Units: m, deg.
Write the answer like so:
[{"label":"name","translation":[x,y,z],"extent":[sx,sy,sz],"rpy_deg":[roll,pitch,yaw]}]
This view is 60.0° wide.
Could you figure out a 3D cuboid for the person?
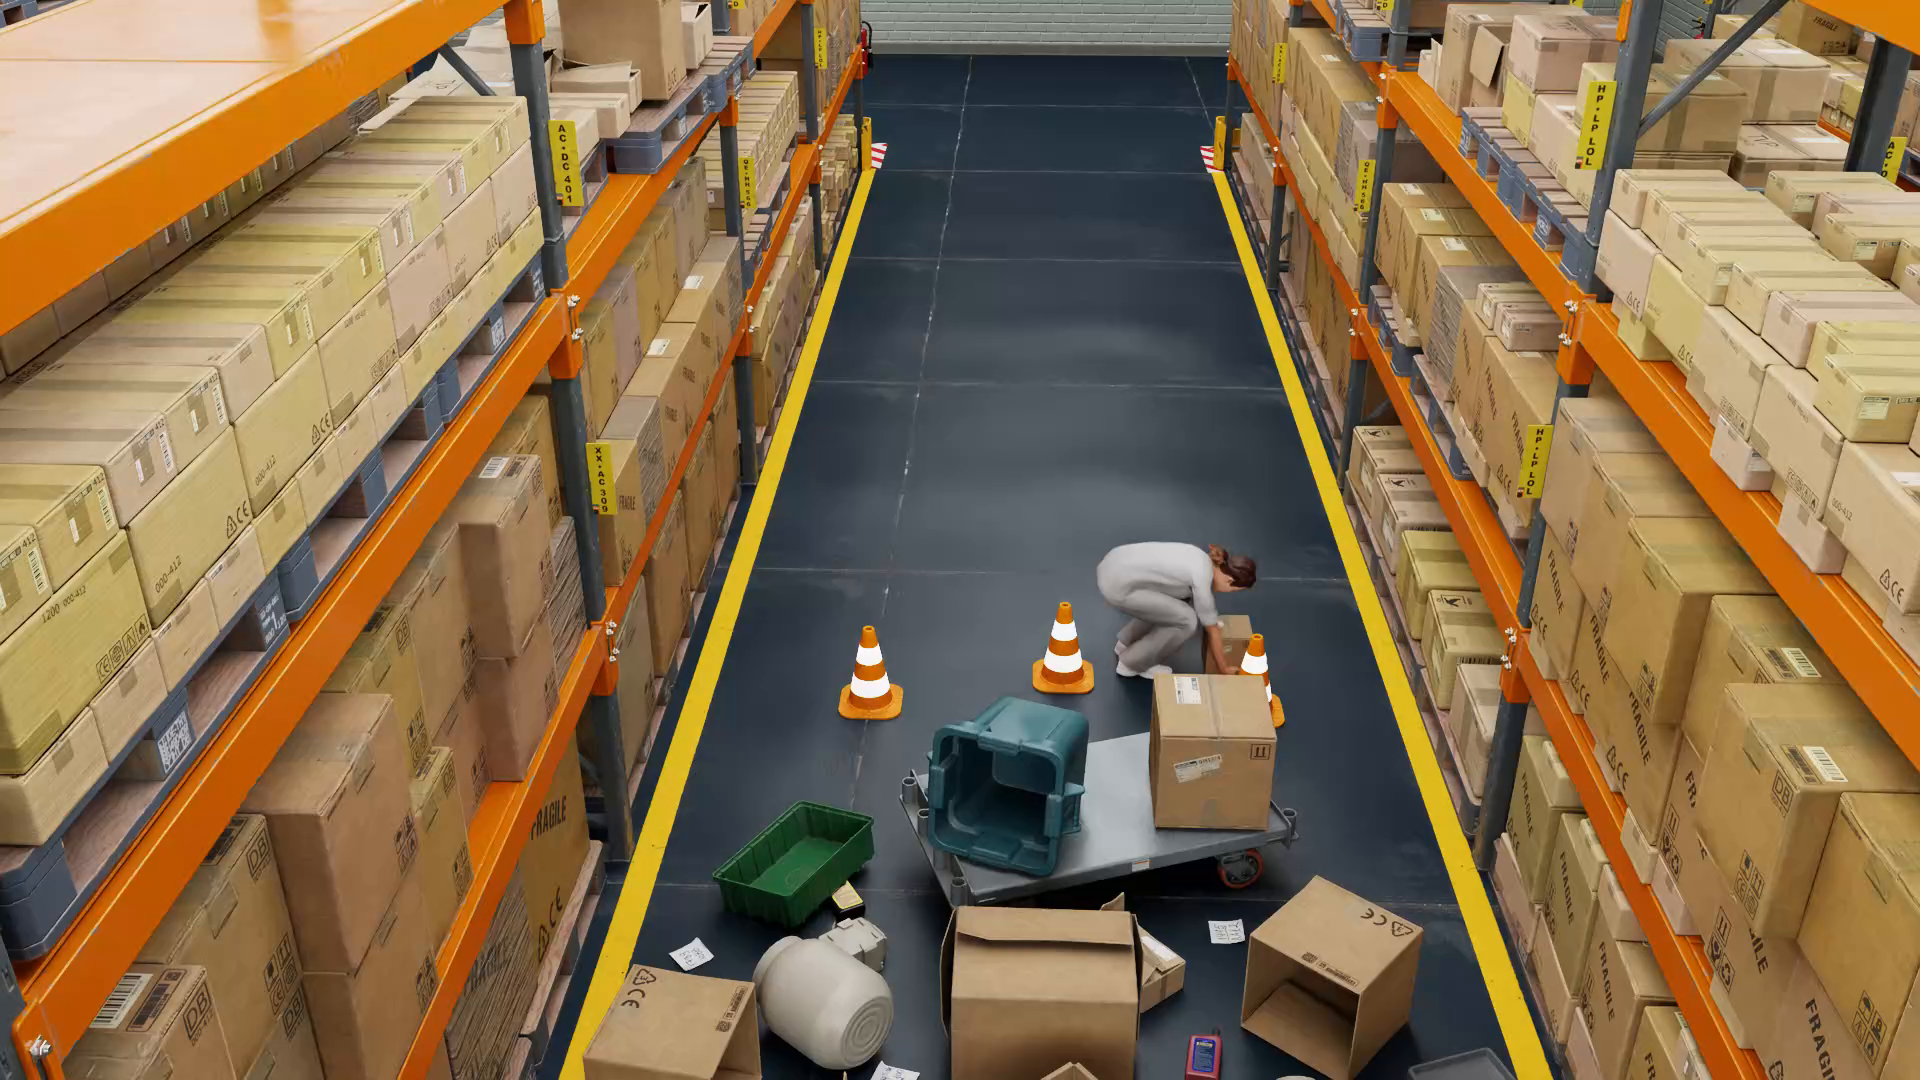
[{"label":"person","translation":[1.179,0.394,9.167],"extent":[0.867,0.730,0.462],"rpy_deg":[0,28,0]}]
